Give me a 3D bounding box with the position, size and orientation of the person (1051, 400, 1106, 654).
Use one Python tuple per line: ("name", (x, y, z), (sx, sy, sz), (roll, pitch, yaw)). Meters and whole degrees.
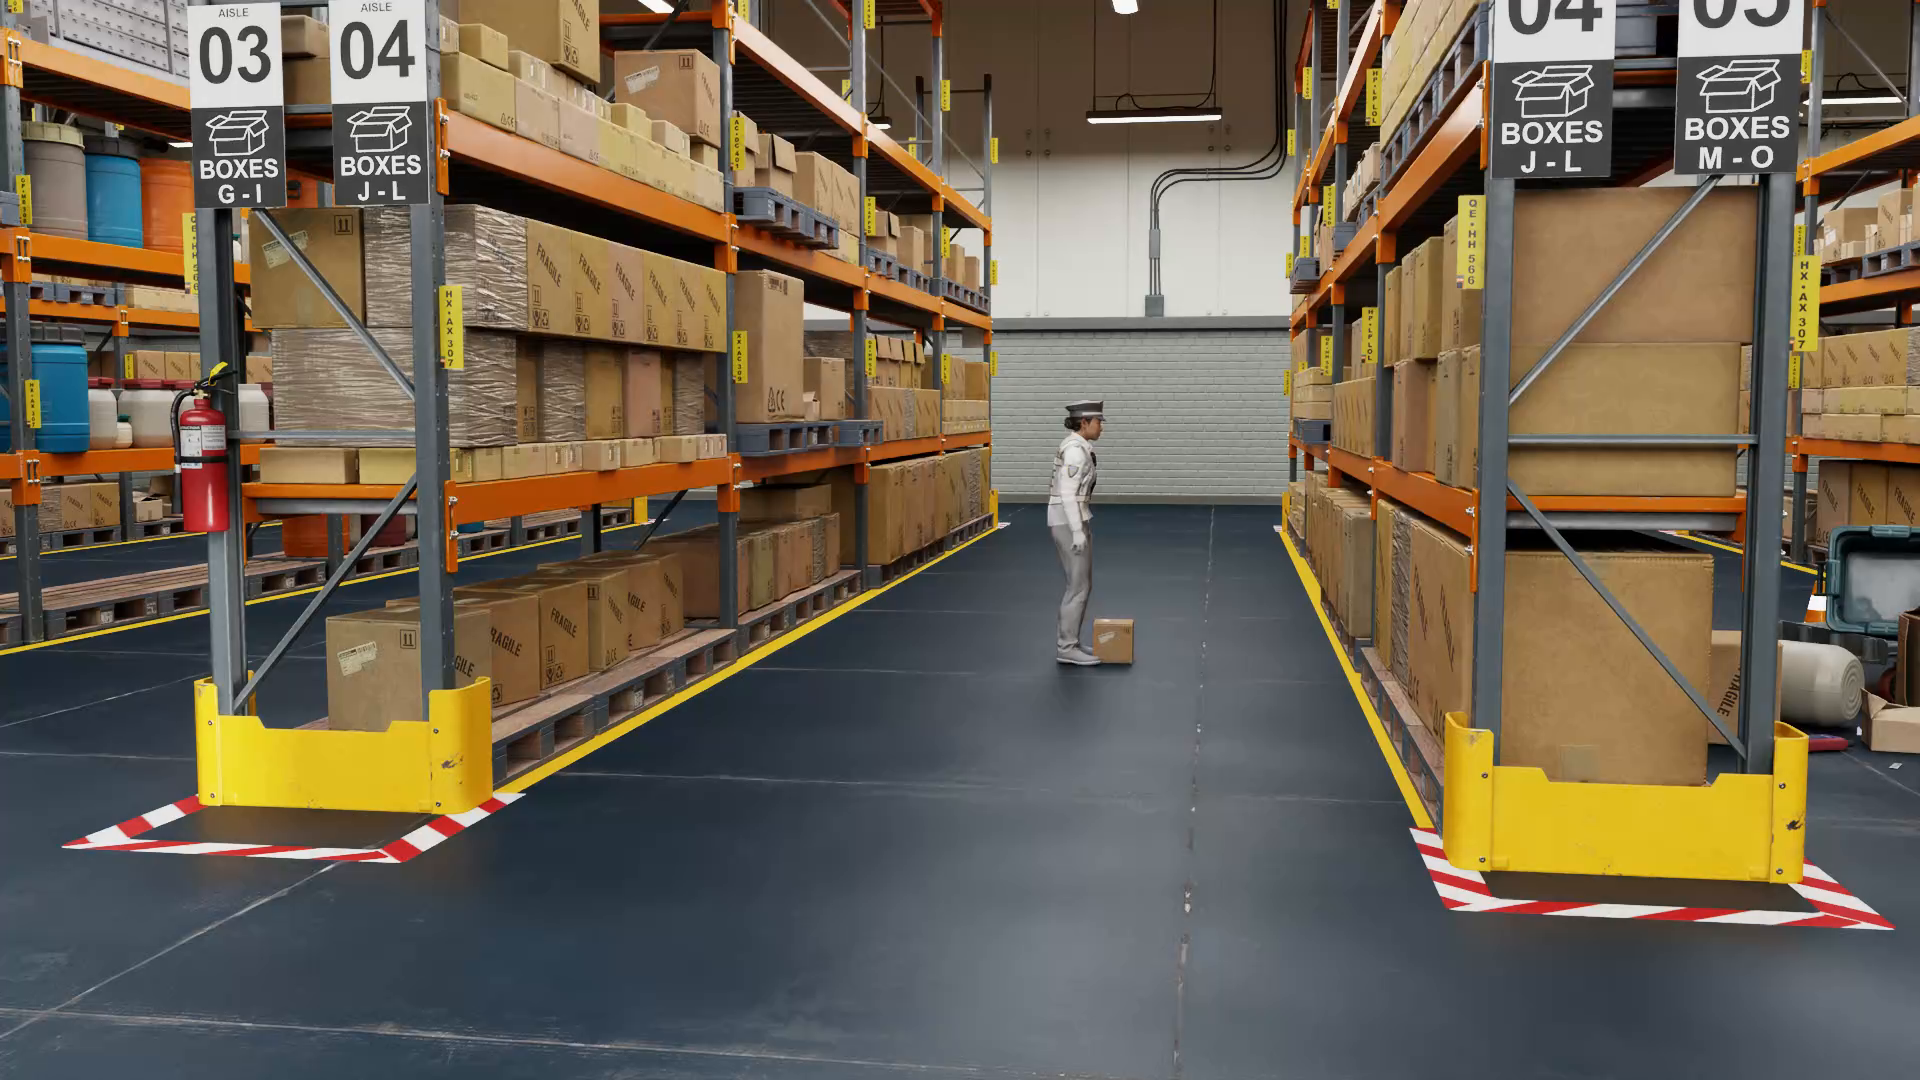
("person", (0.757, -0.090, 10.604), (0.342, 1.601, 0.507), (1, 5, 9))
